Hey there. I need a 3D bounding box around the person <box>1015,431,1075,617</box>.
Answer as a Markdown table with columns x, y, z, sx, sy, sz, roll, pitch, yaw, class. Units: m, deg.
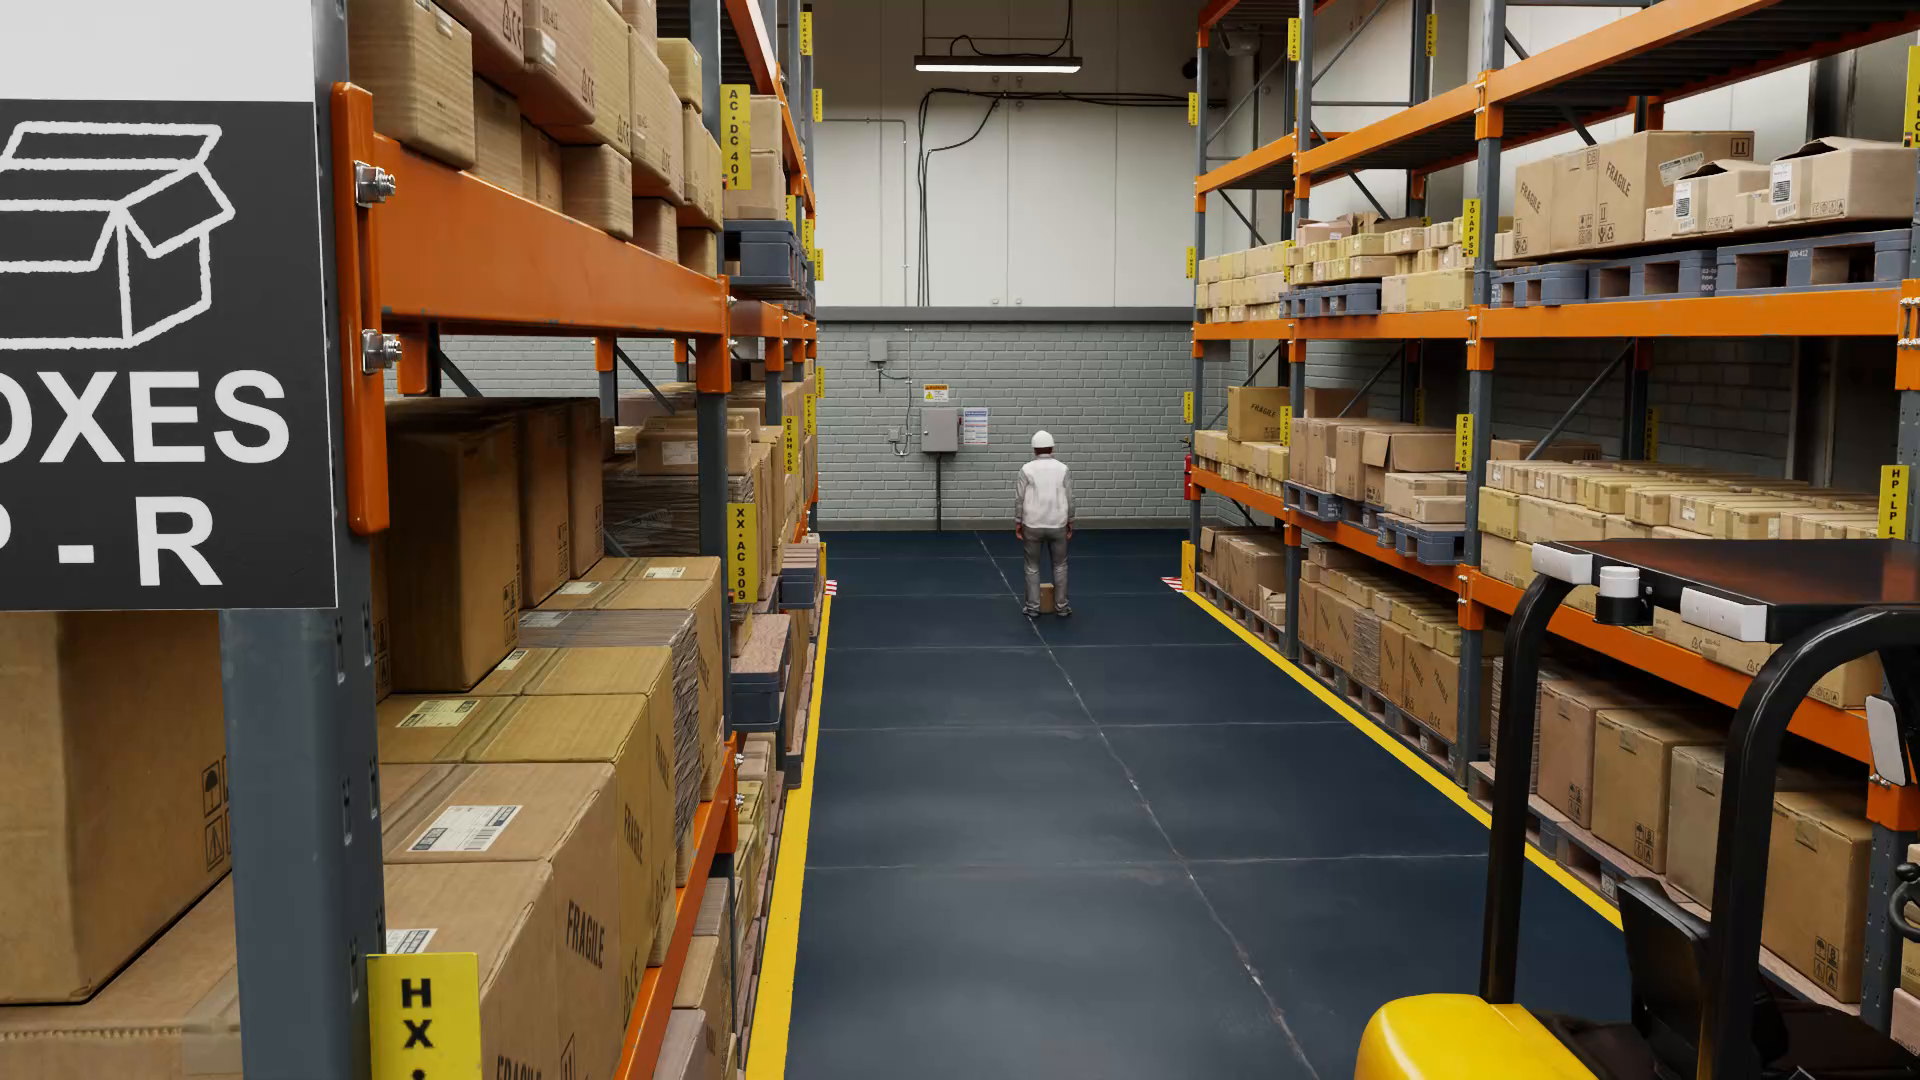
| x | y | z | sx | sy | sz | roll | pitch | yaw | class |
| --- | --- | --- | --- | --- | --- | --- | --- | --- | --- |
| 0.813 | -0.156 | 15.937 | 0.580 | 1.772 | 0.461 | 0 | 7 | -4 | person |
